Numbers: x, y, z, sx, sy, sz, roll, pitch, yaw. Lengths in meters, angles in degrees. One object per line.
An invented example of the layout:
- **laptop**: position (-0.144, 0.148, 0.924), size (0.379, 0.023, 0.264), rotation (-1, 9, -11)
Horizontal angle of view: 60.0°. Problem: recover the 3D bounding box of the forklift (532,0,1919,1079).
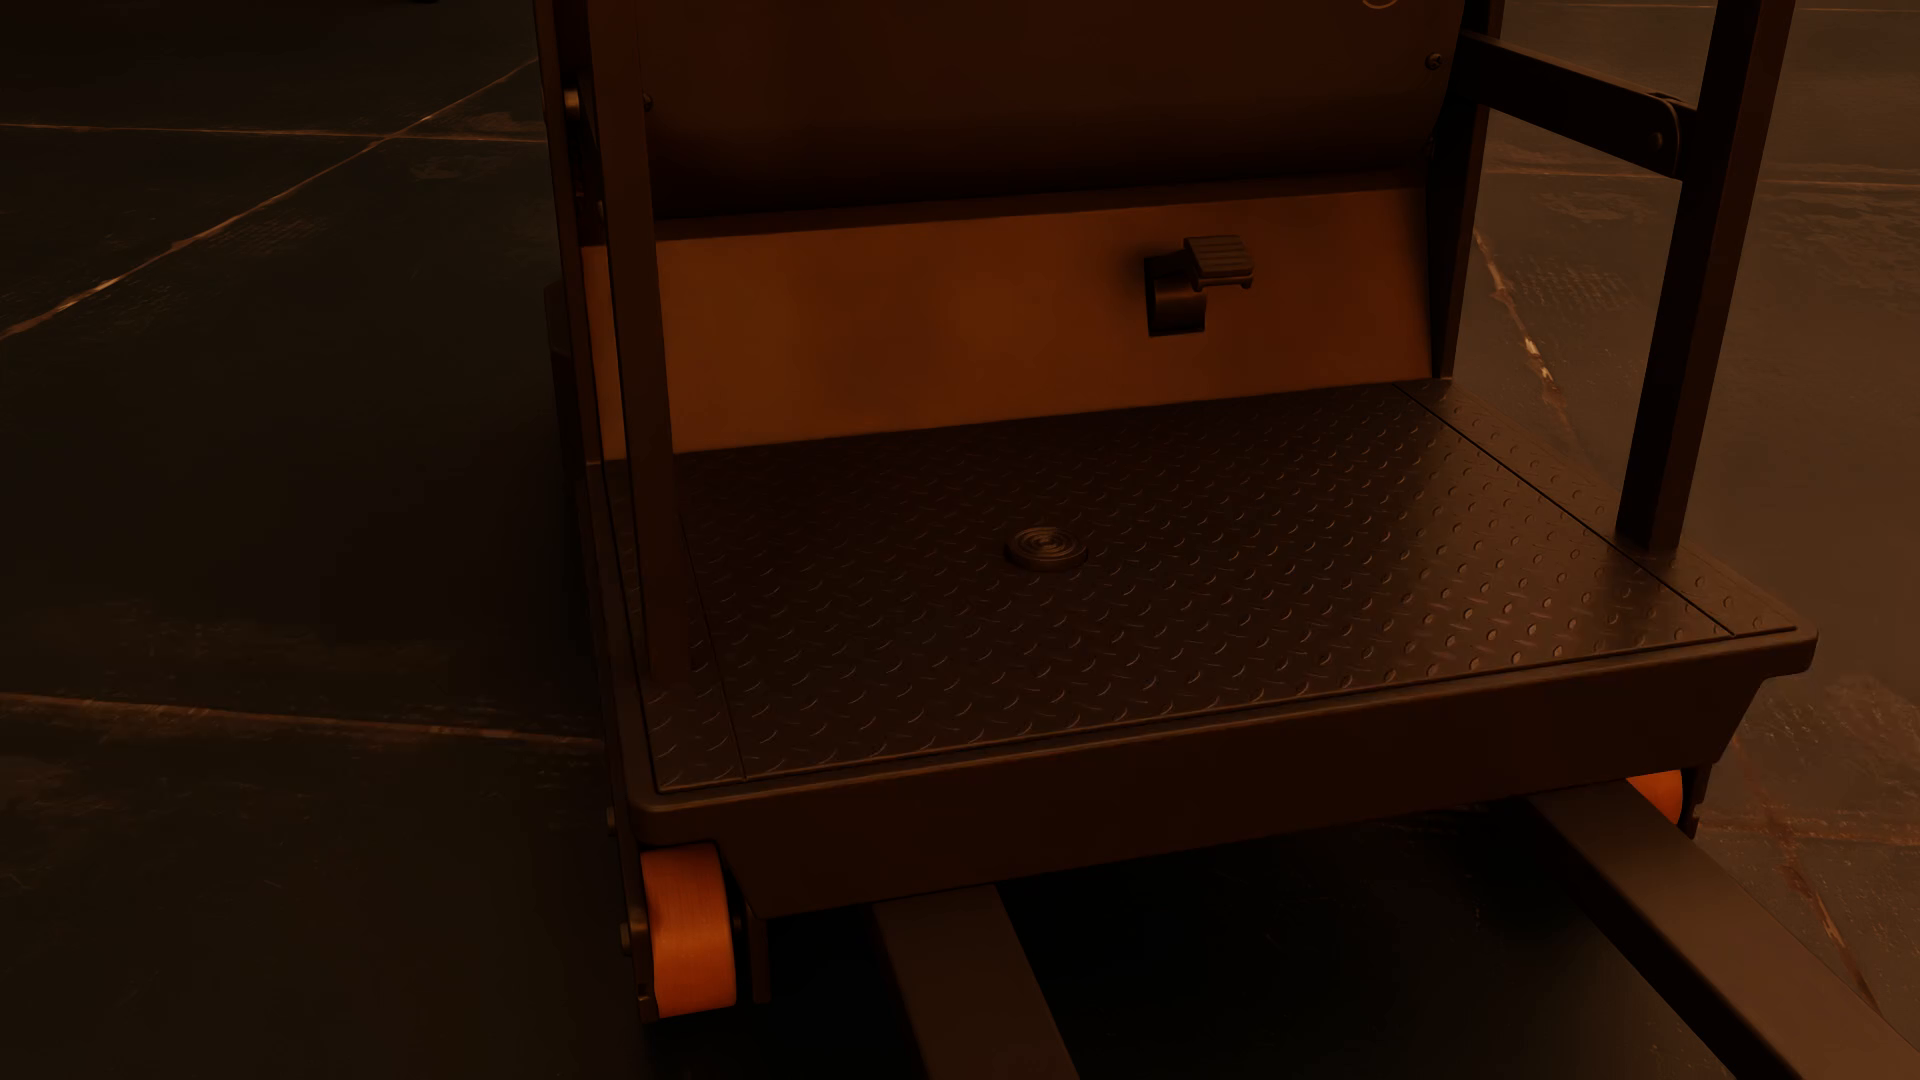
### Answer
- **forklift**: position (0.153, -1.049, 1.319), size (1.130, 2.935, 3.031), rotation (-7, 27, -13)
